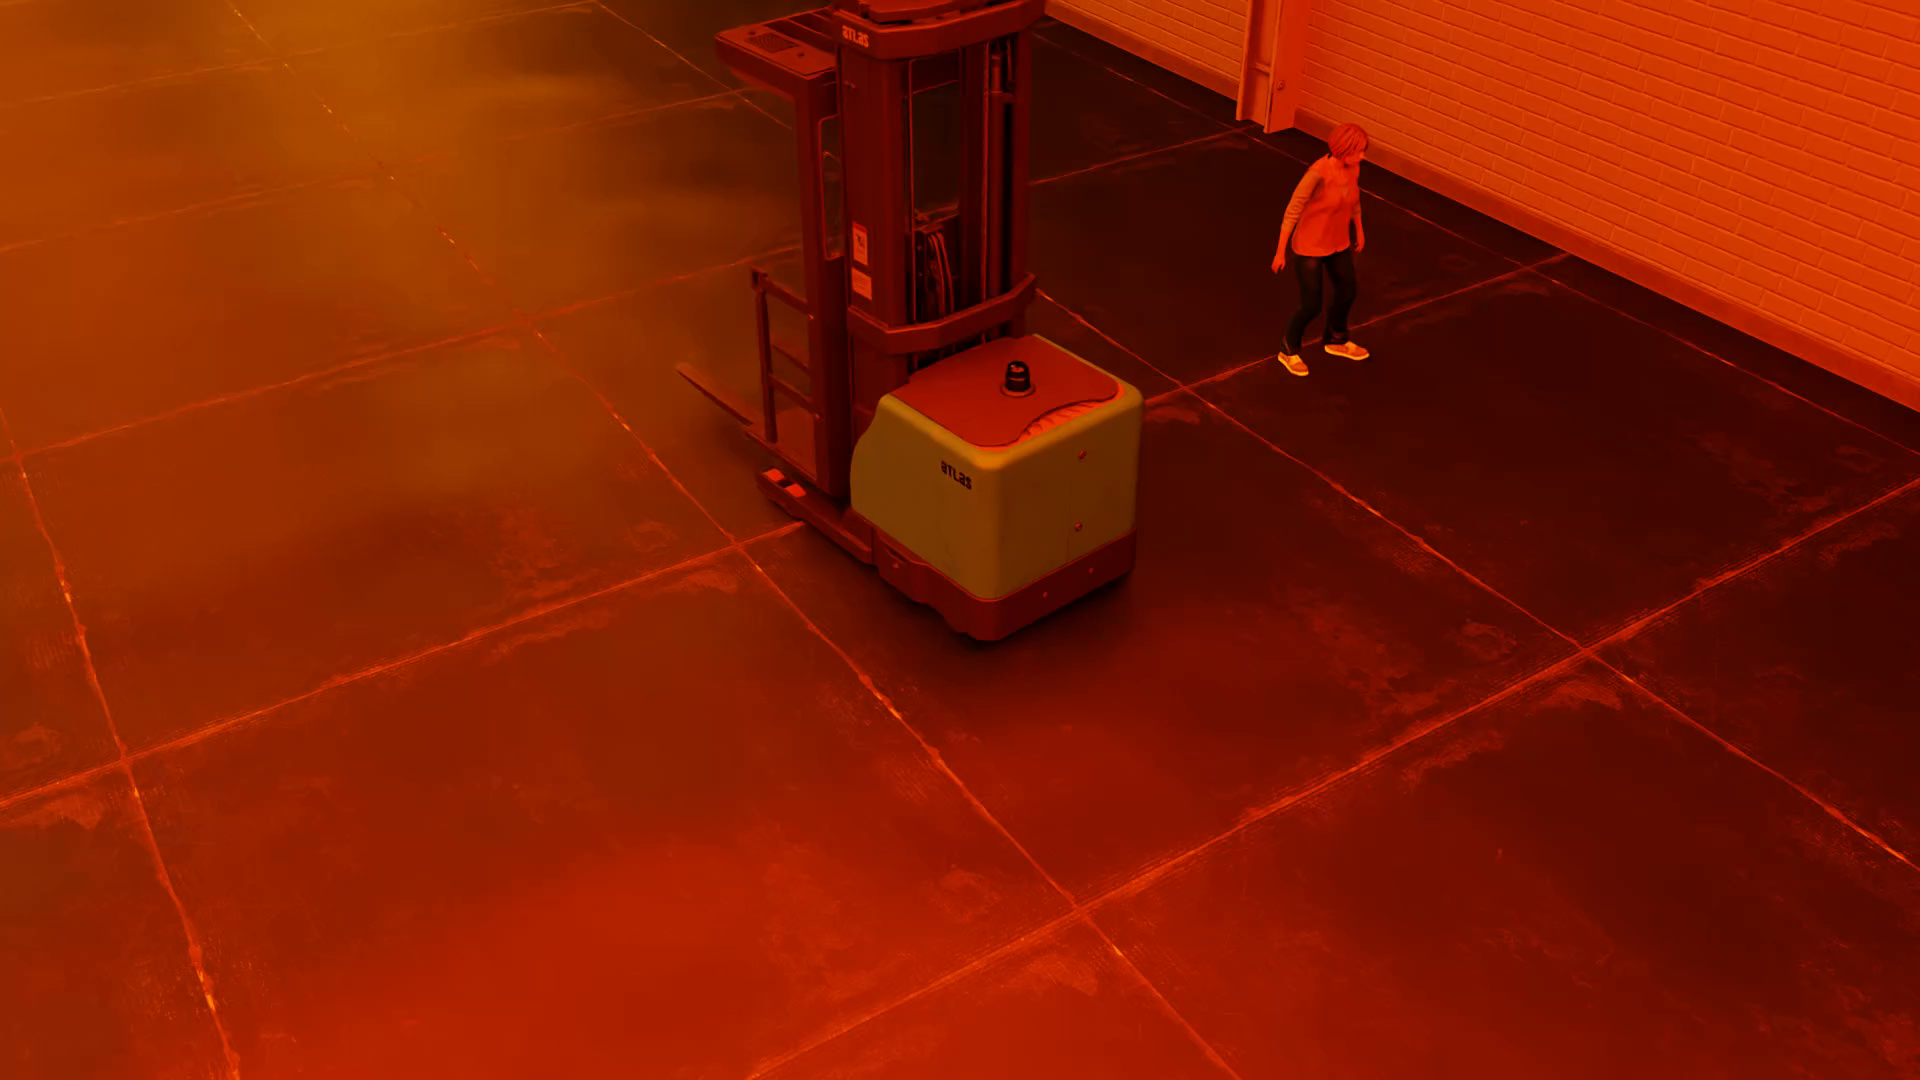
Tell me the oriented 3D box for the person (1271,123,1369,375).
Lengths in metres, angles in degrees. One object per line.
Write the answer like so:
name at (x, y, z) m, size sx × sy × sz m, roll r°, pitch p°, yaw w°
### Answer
person at (2.160, -1.720, 9.787) m, size 0.707 × 1.569 × 0.361 m, roll -22°, pitch 41°, yaw -28°

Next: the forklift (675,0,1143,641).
forklift at (-0.448, -1.495, 8.275) m, size 1.130 × 2.935 × 3.031 m, roll -26°, pitch 42°, yaw -32°
